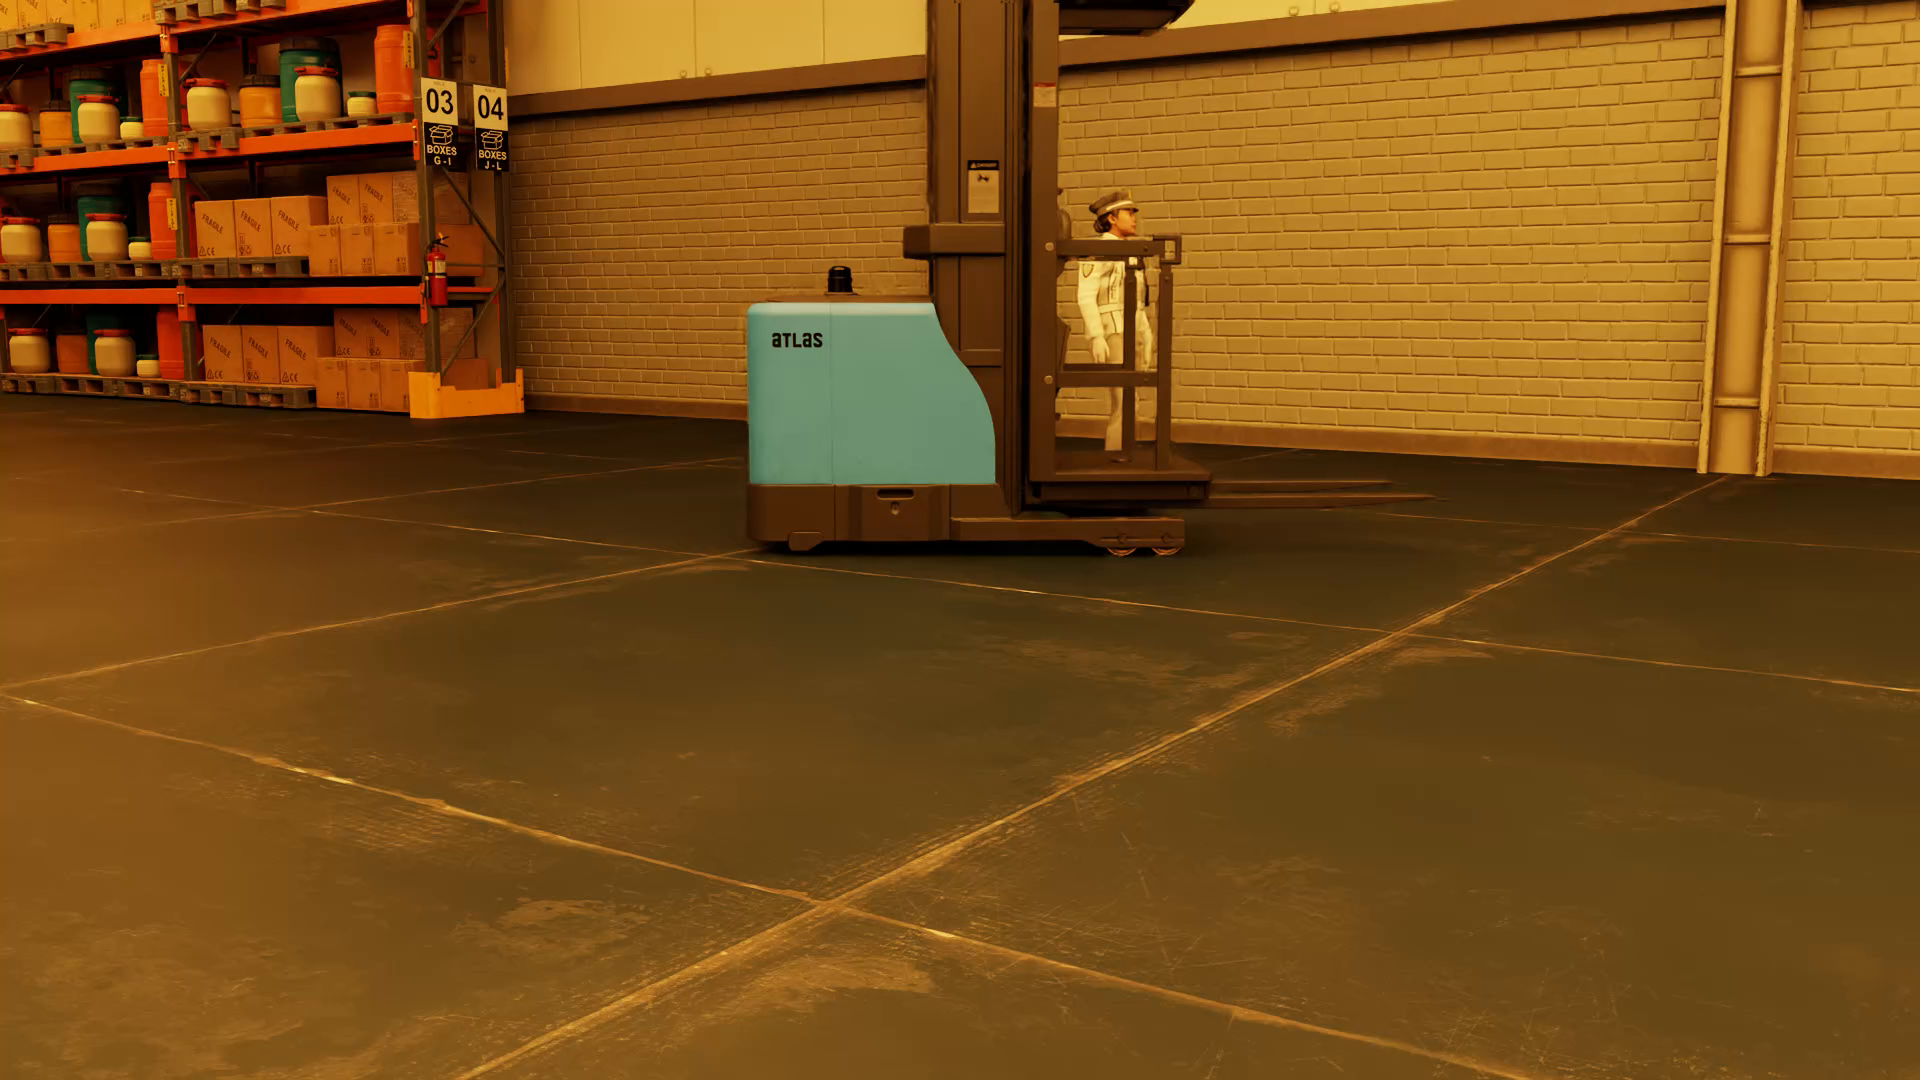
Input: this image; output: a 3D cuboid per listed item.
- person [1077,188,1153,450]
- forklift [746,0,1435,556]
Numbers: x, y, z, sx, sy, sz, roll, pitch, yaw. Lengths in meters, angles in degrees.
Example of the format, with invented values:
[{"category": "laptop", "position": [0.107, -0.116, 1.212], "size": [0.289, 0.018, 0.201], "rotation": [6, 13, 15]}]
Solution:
[{"category": "person", "position": [0.926, -1.083, 9.168], "size": [0.512, 1.696, 0.589], "rotation": [6, 10, 36]}, {"category": "forklift", "position": [0.578, -1.457, 7.439], "size": [3.031, 2.935, 1.130], "rotation": [0, 8, -3]}]
